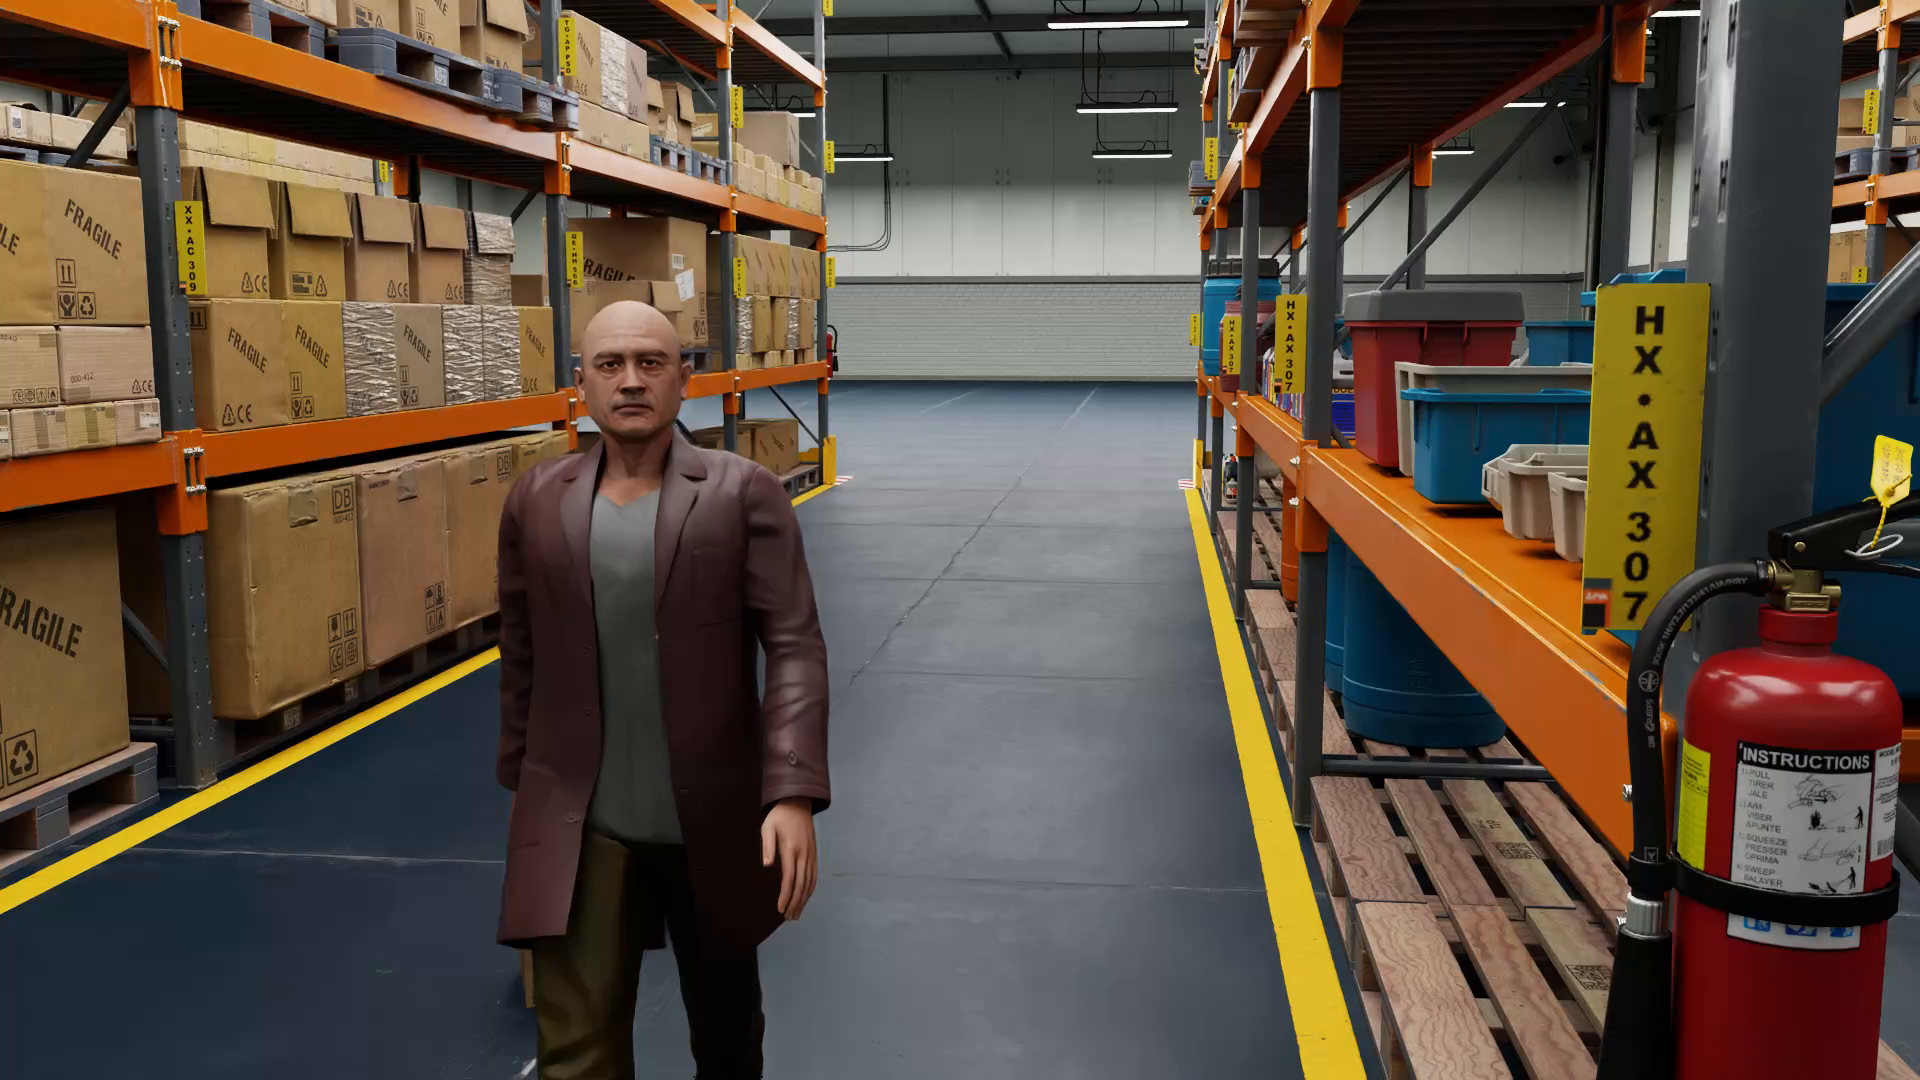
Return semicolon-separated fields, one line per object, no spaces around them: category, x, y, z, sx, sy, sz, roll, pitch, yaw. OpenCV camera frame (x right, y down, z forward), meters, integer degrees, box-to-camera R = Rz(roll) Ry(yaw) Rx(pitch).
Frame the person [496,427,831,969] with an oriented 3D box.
person;-0.532;0.274;2.858;0.619;0.950;0.530;-1;7;-4
